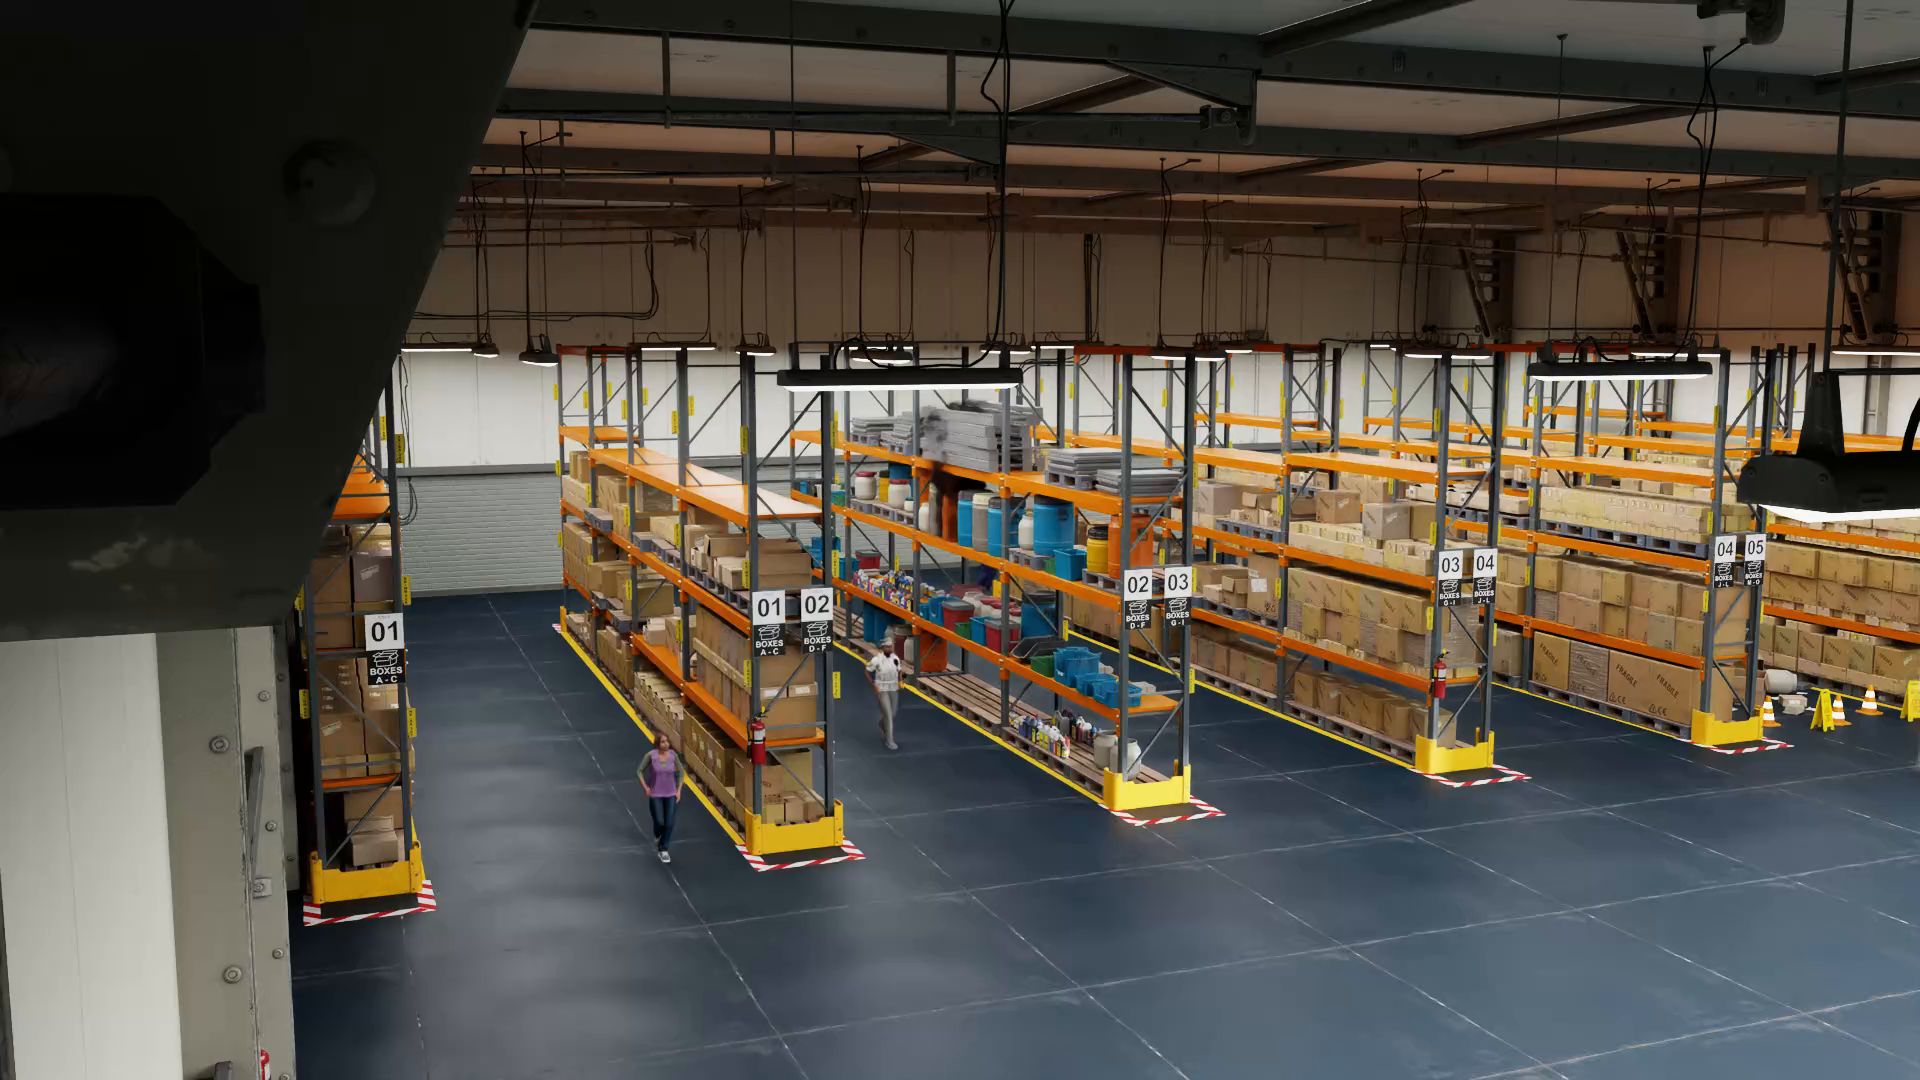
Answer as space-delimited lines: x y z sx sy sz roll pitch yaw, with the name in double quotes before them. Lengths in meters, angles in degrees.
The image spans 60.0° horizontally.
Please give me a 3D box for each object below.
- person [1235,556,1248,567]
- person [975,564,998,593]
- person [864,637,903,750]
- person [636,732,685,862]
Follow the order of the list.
"person" 7.361 0.158 42.261 1.020 1.732 0.639 -3 8 -25
"person" 0.640 0.486 39.837 0.636 1.676 0.673 -2 8 -17
"person" -1.146 2.291 25.313 0.600 1.684 0.747 -4 8 -30
"person" -3.551 3.070 19.840 0.568 1.545 0.486 -3 8 -19
